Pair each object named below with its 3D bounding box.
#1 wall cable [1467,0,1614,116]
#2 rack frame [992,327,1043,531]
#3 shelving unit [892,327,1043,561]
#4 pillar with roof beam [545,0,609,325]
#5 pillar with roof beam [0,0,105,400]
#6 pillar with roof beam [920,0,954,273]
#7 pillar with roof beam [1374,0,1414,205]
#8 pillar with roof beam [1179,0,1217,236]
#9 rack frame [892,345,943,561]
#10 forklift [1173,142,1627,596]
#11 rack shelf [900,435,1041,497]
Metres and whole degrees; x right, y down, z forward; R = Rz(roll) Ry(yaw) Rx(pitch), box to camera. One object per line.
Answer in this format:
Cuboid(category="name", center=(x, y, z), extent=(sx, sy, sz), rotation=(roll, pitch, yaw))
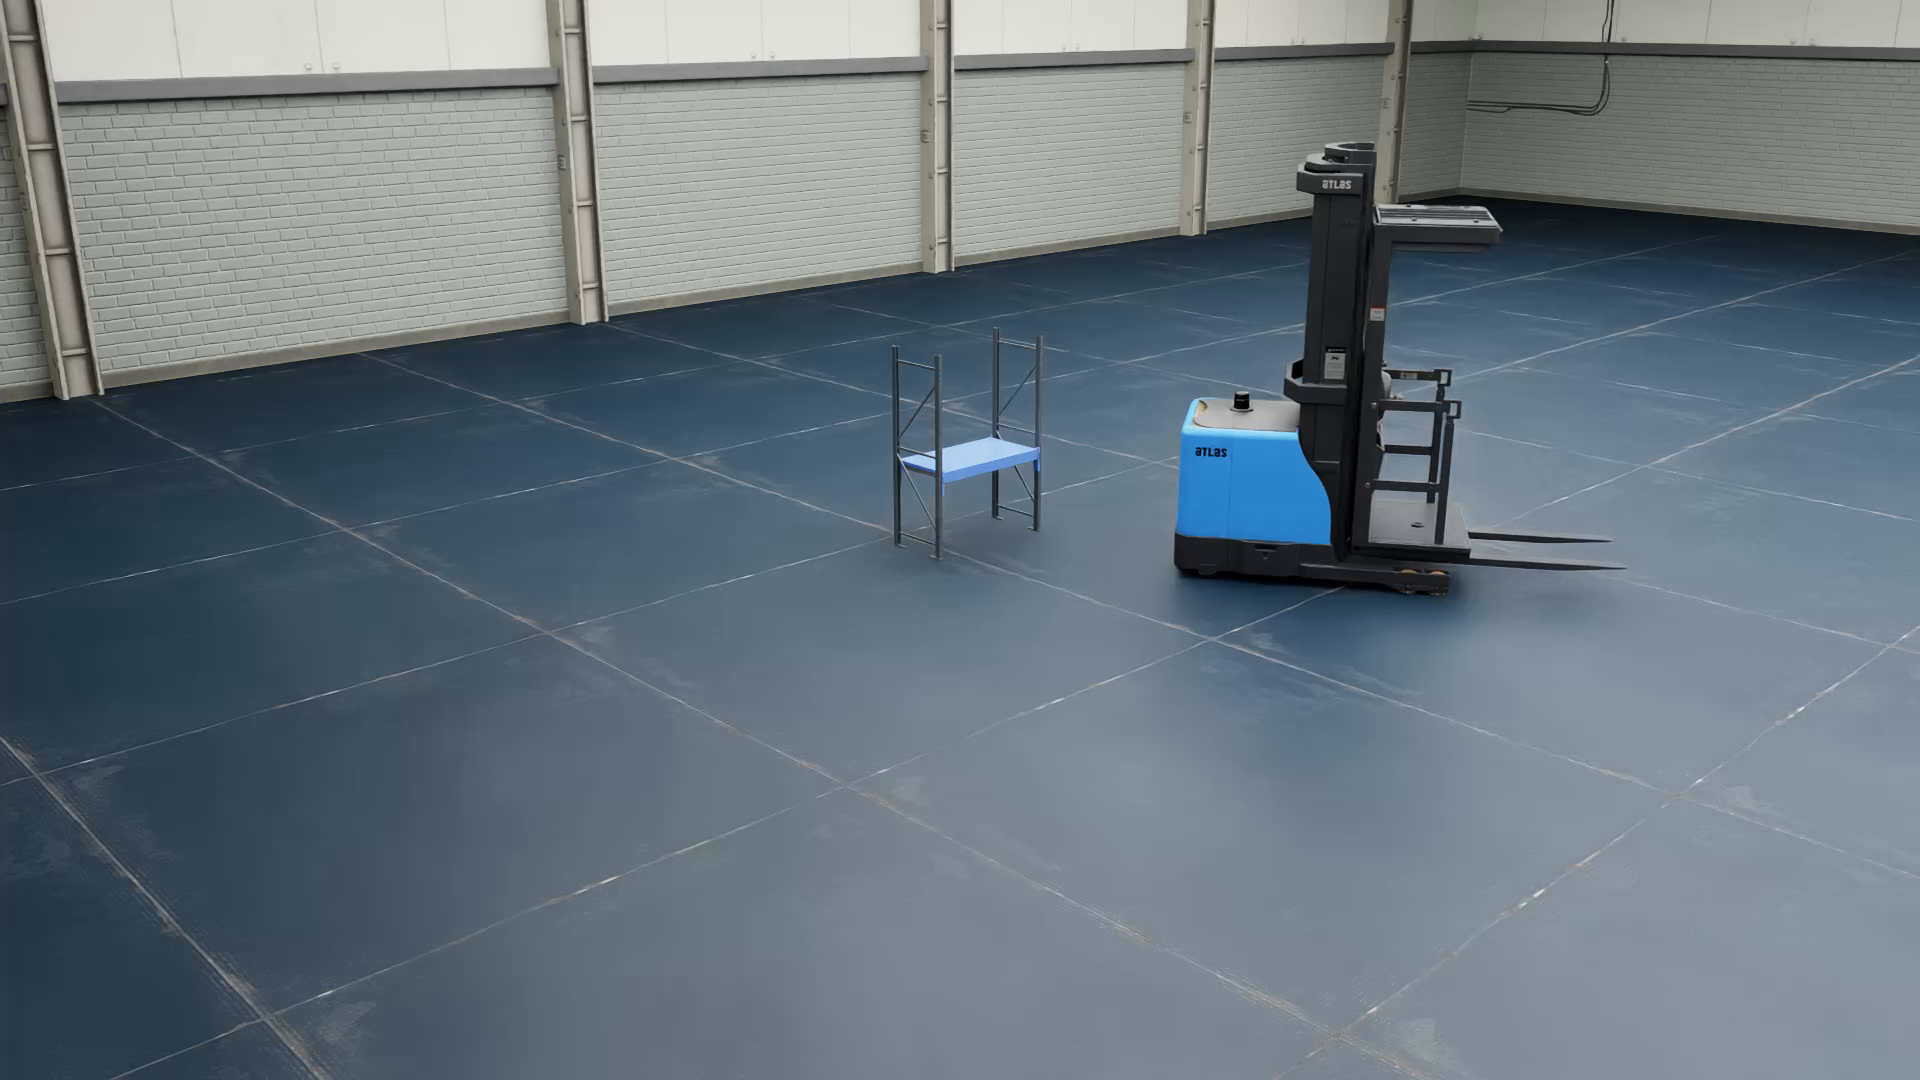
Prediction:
Cuboid(category="wall cable", center=(11.438, -9.710, 32.877), extent=(0.112, 2.526, 3.097), rotation=(-16, 24, -41))
Cuboid(category="rack frame", center=(0.431, -0.839, 12.641), extent=(0.032, 1.500, 0.500), rotation=(-16, 24, -41))
Cuboid(category="shelving unit", center=(0.062, -0.732, 12.309), extent=(1.048, 1.500, 0.538), rotation=(-16, 24, -41))
Cuboid(category="pillar with roof beam", center=(-1.732, -6.080, 16.647), extent=(0.400, 9.000, 9.100), rotation=(-16, 24, -41))
Cuboid(category="pillar with roof beam", center=(-6.092, -4.809, 12.725), extent=(0.400, 9.000, 9.100), rotation=(-16, 24, -41))
Cuboid(category="pillar with roof beam", center=(2.627, -7.351, 20.568), extent=(0.400, 9.000, 9.100), rotation=(-16, 24, -41))
Cuboid(category="pillar with roof beam", center=(11.347, -9.894, 28.411), extent=(0.400, 9.000, 9.100), rotation=(-16, 24, -41))
Cuboid(category="pillar with roof beam", center=(6.987, -8.623, 24.489), extent=(0.400, 9.000, 9.100), rotation=(-16, 24, -41))
Cuboid(category="rack frame", center=(-0.307, -0.624, 11.977), extent=(0.032, 1.500, 0.500), rotation=(-16, 24, -41))
Cuboid(category="forklift", center=(3.078, -1.192, 11.408), extent=(3.031, 2.935, 1.130), rotation=(4, 18, 11))
Cuboid(category="rack shelf", center=(0.062, -0.560, 12.365), extent=(1.000, 0.185, 0.538), rotation=(-16, 24, -41))
